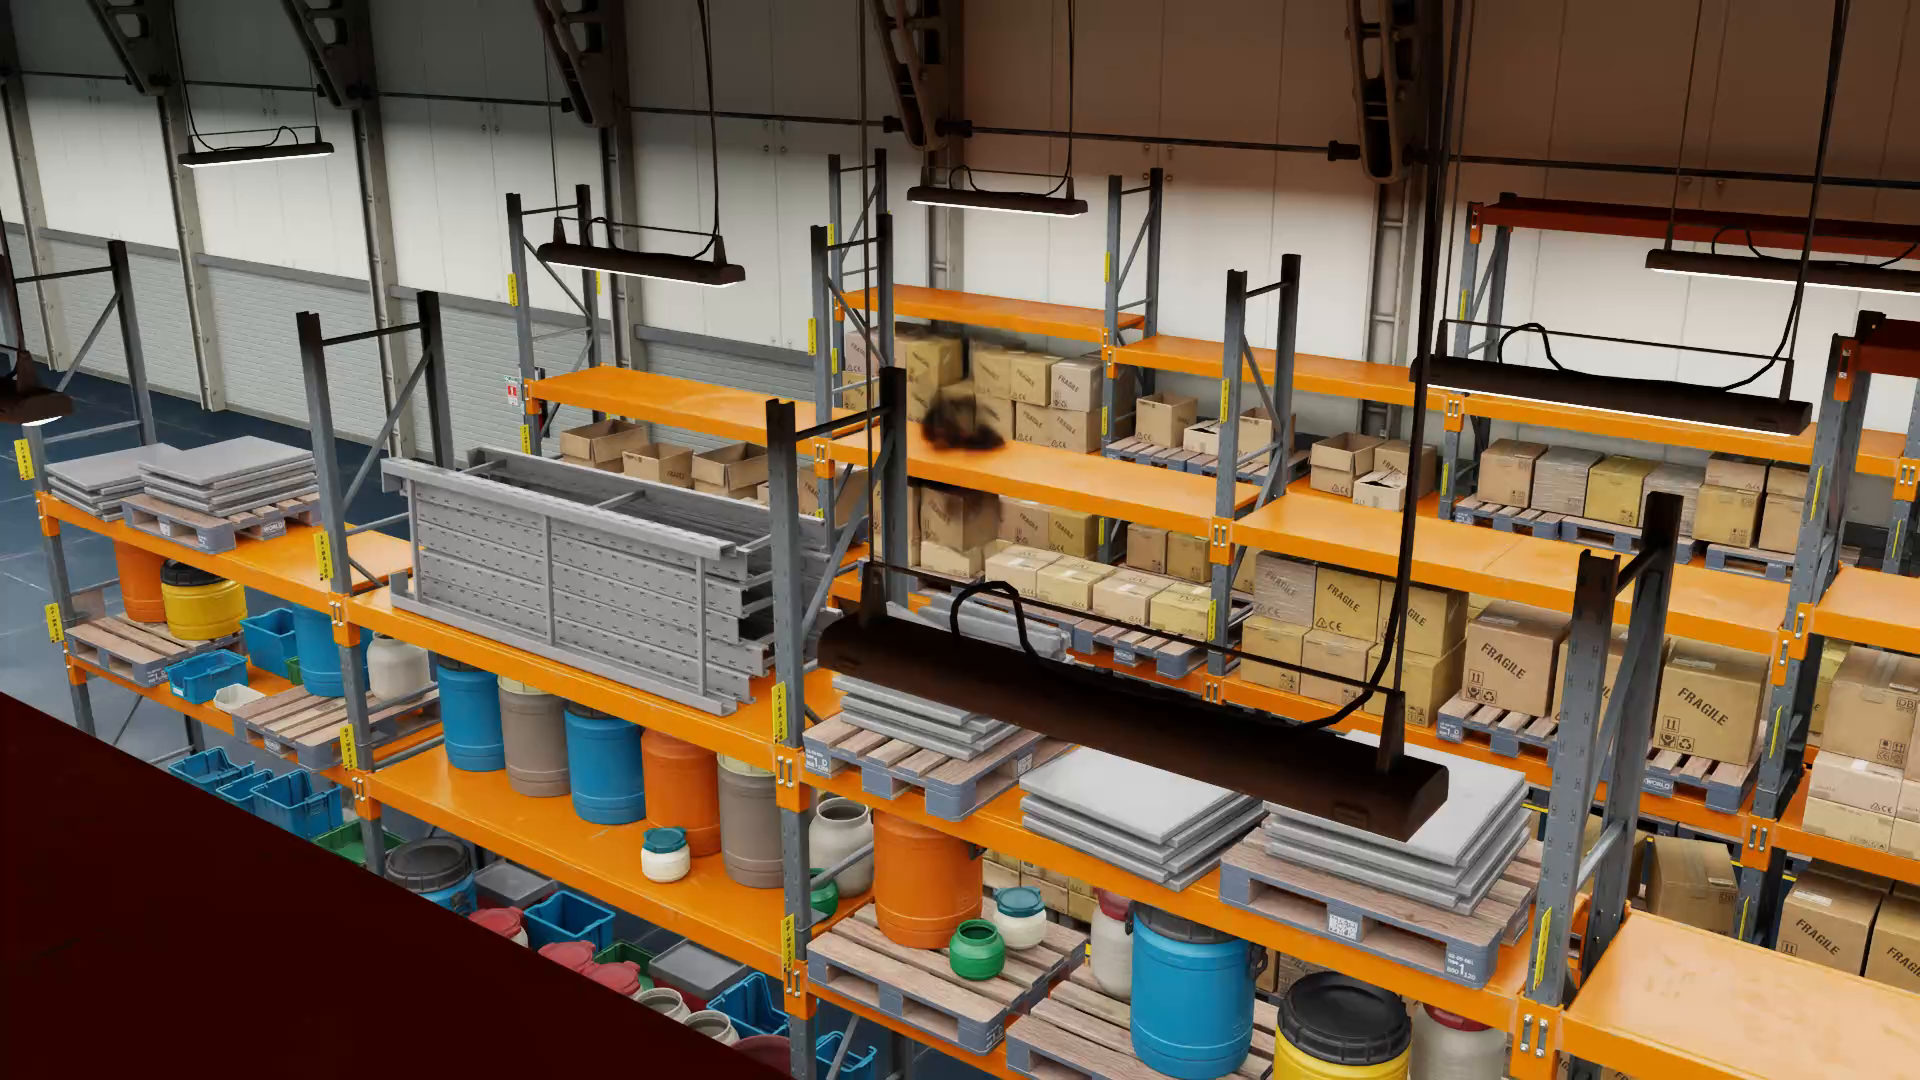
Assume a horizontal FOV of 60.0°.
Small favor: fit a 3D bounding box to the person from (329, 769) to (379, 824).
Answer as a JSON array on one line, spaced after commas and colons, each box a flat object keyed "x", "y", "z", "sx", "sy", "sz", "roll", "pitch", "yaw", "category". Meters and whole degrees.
[{"x": -5.758, "y": 2.221, "z": 15.768, "sx": 0.601, "sy": 1.725, "sz": 0.733, "roll": 8, "pitch": 20, "yaw": 23, "category": "person"}]

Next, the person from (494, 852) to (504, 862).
[{"x": -4.039, "y": 2.521, "z": 14.883, "sx": 0.582, "sy": 1.726, "sz": 0.658, "roll": 8, "pitch": 20, "yaw": 23, "category": "person"}]
